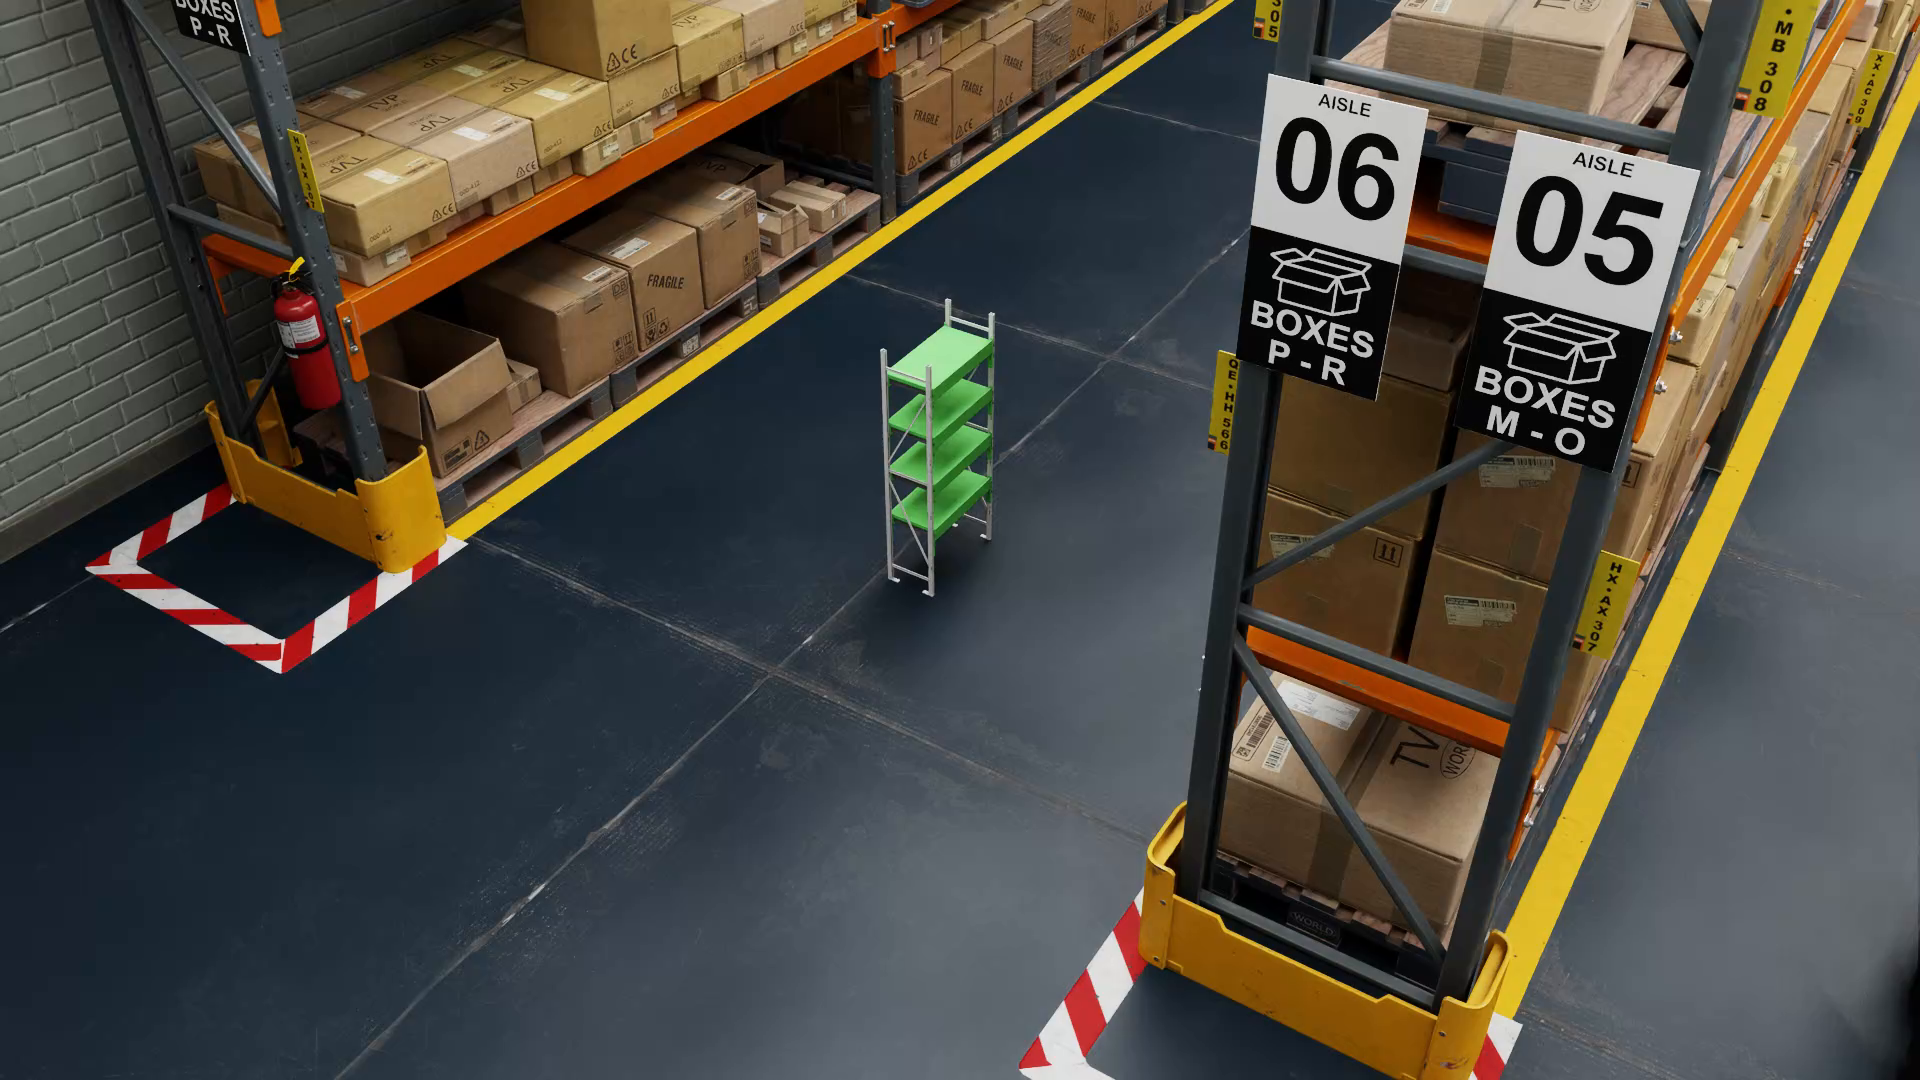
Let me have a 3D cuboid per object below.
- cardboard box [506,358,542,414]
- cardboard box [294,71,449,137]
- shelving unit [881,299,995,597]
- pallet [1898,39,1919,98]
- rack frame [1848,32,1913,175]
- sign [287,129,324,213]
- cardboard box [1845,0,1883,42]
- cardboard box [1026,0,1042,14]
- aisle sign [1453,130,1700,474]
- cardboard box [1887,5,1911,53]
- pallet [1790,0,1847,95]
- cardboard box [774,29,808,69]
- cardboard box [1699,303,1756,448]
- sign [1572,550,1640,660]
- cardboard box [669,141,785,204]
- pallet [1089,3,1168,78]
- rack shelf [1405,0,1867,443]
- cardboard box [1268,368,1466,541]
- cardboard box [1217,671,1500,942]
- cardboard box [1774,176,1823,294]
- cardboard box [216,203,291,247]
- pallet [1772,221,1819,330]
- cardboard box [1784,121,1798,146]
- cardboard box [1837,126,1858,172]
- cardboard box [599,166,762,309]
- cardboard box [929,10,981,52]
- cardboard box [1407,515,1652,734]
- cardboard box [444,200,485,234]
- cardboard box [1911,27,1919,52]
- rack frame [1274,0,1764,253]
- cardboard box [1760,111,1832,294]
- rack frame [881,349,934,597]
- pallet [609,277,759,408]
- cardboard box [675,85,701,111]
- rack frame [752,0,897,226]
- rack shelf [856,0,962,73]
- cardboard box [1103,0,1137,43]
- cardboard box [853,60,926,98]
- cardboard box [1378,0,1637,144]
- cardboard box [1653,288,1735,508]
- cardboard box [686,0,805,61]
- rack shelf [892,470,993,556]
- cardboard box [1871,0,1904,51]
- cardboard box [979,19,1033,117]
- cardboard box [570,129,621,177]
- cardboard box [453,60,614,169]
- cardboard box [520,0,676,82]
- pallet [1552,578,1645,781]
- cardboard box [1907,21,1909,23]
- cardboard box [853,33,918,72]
[{"bbox_3d":[-2.323,-0.788,8.307,0.380,0.149,0.250,19,42,23],"label":"cardboard box"},{"bbox_3d":[-2.692,-1.908,7.648,0.500,0.250,0.500,21,42,25],"label":"cardboard box"},{"bbox_3d":[-0.089,-0.390,7.273,0.258,1.200,0.503,21,42,25],"label":"shelving unit"},{"bbox_3d":[6.562,-3.687,12.360,1.003,0.211,1.213,21,42,25],"label":"pallet"},{"bbox_3d":[5.488,-3.763,10.174,1.000,3.000,0.127,21,42,25],"label":"rack frame"},{"bbox_3d":[-2.533,-1.426,6.434,0.100,0.325,0.005,21,42,25],"label":"sign"},{"bbox_3d":[3.449,-2.131,6.625,0.380,0.149,0.250,20,42,24],"label":"cardboard box"},{"bbox_3d":[0.335,-3.696,11.260,0.380,0.149,0.250,21,42,25],"label":"cardboard box"},{"bbox_3d":[1.408,-0.536,3.860,0.394,0.787,0.004,21,42,25],"label":"aisle sign"},{"bbox_3d":[4.367,-2.503,8.254,0.500,0.250,0.500,22,43,26],"label":"cardboard box"},{"bbox_3d":[2.243,-1.809,5.256,1.003,0.211,1.213,21,42,25],"label":"pallet"},{"bbox_3d":[-1.046,-2.693,8.992,0.380,0.149,0.250,22,43,26],"label":"cardboard box"},{"bbox_3d":[2.491,-0.622,6.018,0.500,0.500,0.500,23,43,27],"label":"cardboard box"},{"bbox_3d":[1.667,0.172,4.297,0.100,0.325,0.005,21,42,25],"label":"sign"},{"bbox_3d":[-1.402,-2.161,9.954,0.500,0.311,0.500,23,43,27],"label":"cardboard box"},{"bbox_3d":[0.863,-3.908,12.646,1.003,0.211,1.213,21,42,25],"label":"pallet"},{"bbox_3d":[2.273,-1.573,5.466,1.077,0.370,4.000,21,42,25],"label":"rack shelf"},{"bbox_3d":[1.259,-0.401,4.912,0.500,0.500,0.500,23,43,27],"label":"cardboard box"},{"bbox_3d":[1.471,0.837,5.962,0.875,0.438,0.875,20,42,24],"label":"cardboard box"},{"bbox_3d":[3.312,-1.418,7.050,0.500,0.500,0.500,22,43,26],"label":"cardboard box"},{"bbox_3d":[-3.040,-1.420,7.340,0.380,0.149,0.250,21,42,25],"label":"cardboard box"},{"bbox_3d":[4.347,-1.650,9.718,1.003,0.211,1.213,21,42,25],"label":"pallet"},{"bbox_3d":[2.591,-1.361,5.626,0.380,0.149,0.250,21,42,25],"label":"cardboard box"},{"bbox_3d":[4.079,-2.049,8.074,0.500,0.250,0.500,20,42,24],"label":"cardboard box"},{"bbox_3d":[-1.537,-1.684,9.181,0.700,0.500,0.500,20,42,23],"label":"cardboard box"},{"bbox_3d":[-0.085,-3.304,10.751,0.380,0.149,0.250,20,42,24],"label":"cardboard box"},{"bbox_3d":[1.701,0.168,4.993,0.500,0.500,0.500,21,42,25],"label":"cardboard box"},{"bbox_3d":[-2.375,-1.534,7.489,0.380,0.149,0.250,21,42,25],"label":"cardboard box"},{"bbox_3d":[6.599,-3.949,12.224,0.950,0.372,0.625,23,43,27],"label":"cardboard box"},{"bbox_3d":[1.202,-2.015,2.993,1.000,3.000,0.127,21,42,25],"label":"rack frame"},{"bbox_3d":[2.782,-1.278,6.051,0.500,0.500,0.500,22,43,26],"label":"cardboard box"},{"bbox_3d":[-0.219,-0.264,7.110,0.240,1.200,0.015,21,42,25],"label":"rack frame"},{"bbox_3d":[-1.870,-1.233,9.177,1.003,0.211,1.213,21,42,25],"label":"pallet"},{"bbox_3d":[-1.555,-2.329,8.520,0.380,0.149,0.250,22,43,26],"label":"cardboard box"},{"bbox_3d":[-0.848,-3.323,9.603,1.000,3.000,0.127,21,42,25],"label":"rack frame"},{"bbox_3d":[0.223,-4.069,11.160,1.077,0.370,4.000,21,42,25],"label":"rack shelf"},{"bbox_3d":[0.973,-4.018,12.209,0.500,0.500,0.500,21,42,24],"label":"cardboard box"},{"bbox_3d":[-0.431,-2.854,10.167,0.380,0.149,0.250,23,43,27],"label":"cardboard box"},{"bbox_3d":[1.367,-1.235,4.135,0.500,0.250,0.500,17,41,21],"label":"cardboard box"},{"bbox_3d":[1.970,-0.497,5.037,0.500,0.500,0.500,20,42,24],"label":"cardboard box"},{"bbox_3d":[-1.171,-2.776,8.773,0.500,0.250,0.500,21,42,25],"label":"cardboard box"},{"bbox_3d":[-0.089,-0.149,7.458,0.258,0.148,0.480,21,42,25],"label":"rack shelf"},{"bbox_3d":[3.823,-2.269,7.336,0.500,0.500,0.500,22,43,26],"label":"cardboard box"},{"bbox_3d":[0.149,-3.208,11.158,0.500,0.500,0.500,20,42,24],"label":"cardboard box"},{"bbox_3d":[-1.851,-1.889,7.949,0.380,0.149,0.250,20,42,24],"label":"cardboard box"},{"bbox_3d":[-1.982,-1.987,7.750,0.500,0.250,0.500,20,42,24],"label":"cardboard box"},{"bbox_3d":[-1.717,-2.535,7.847,0.500,0.500,0.500,22,43,26],"label":"cardboard box"},{"bbox_3d":[2.219,0.401,7.056,1.003,0.211,1.213,21,42,25],"label":"pallet"},{"bbox_3d":[4.892,-2.835,9.094,0.500,0.250,0.500,21,42,25],"label":"cardboard box"},{"bbox_3d":[-0.483,-2.991,10.102,0.380,0.149,0.250,20,42,24],"label":"cardboard box"}]
